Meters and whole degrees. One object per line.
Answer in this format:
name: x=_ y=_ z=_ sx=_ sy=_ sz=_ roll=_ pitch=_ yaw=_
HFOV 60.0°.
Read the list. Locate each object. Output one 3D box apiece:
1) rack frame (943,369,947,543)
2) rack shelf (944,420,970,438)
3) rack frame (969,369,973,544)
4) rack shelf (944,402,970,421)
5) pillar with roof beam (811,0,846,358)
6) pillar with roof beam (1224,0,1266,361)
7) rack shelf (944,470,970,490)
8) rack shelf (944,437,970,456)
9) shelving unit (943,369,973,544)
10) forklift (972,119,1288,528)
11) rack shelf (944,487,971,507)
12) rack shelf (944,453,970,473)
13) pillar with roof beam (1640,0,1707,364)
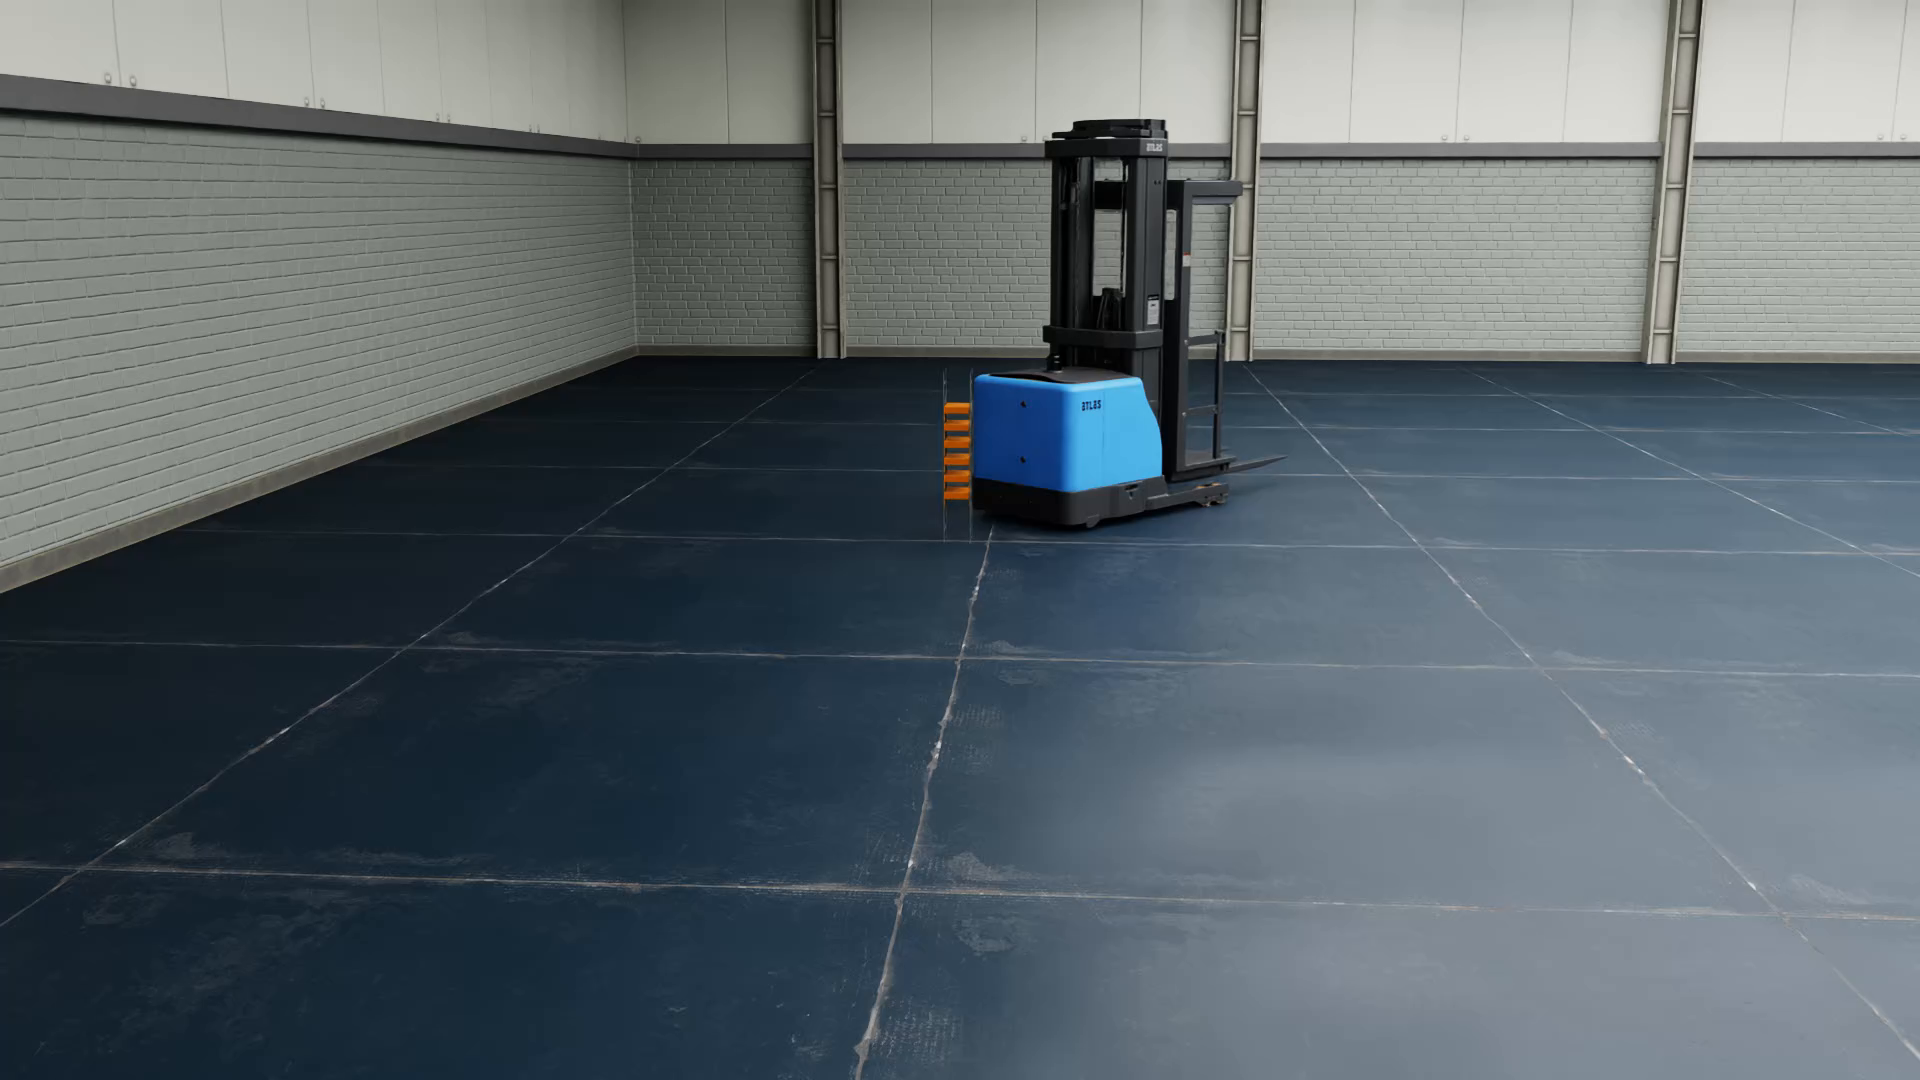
rack frame: x=-0.106 y=-0.589 z=11.652 sx=0.006 sy=1.200 sz=0.240 roll=1 pitch=12 yaw=4
rack shelf: x=-0.014 y=-0.779 z=11.606 sx=0.180 sy=0.103 sz=0.258 roll=1 pitch=12 yaw=4
rack frame: x=0.077 y=-0.586 z=11.640 sx=0.006 sy=1.200 sz=0.240 roll=1 pitch=12 yaw=4
rack shelf: x=-0.014 y=-0.896 z=11.582 sx=0.180 sy=0.103 sz=0.258 roll=1 pitch=12 yaw=4
pillar with roof beam: x=-2.196 y=-6.248 z=19.659 sx=0.400 sy=9.000 sz=9.100 roll=1 pitch=12 yaw=4
pillar with roof beam: x=3.791 y=-6.166 z=19.267 sx=0.400 sy=9.000 sz=9.100 roll=1 pitch=12 yaw=4
rack shelf: x=-0.014 y=-0.427 z=11.680 sx=0.180 sy=0.103 sz=0.258 roll=1 pitch=12 yaw=4
rack shelf: x=-0.014 y=-0.661 z=11.631 sx=0.180 sy=0.103 sz=0.258 roll=1 pitch=12 yaw=4
shelving unit: x=-0.014 y=-0.587 z=11.646 sx=0.189 sy=1.200 sz=0.258 roll=1 pitch=12 yaw=4
forklift: x=1.482 y=-1.758 z=13.012 sx=1.130 sy=2.935 sz=3.031 roll=11 pitch=16 yaw=44
rack shelf: x=-0.014 y=-0.309 z=11.704 sx=0.180 sy=0.103 sz=0.258 roll=1 pitch=12 yaw=4
rack shelf: x=-0.014 y=-0.544 z=11.655 sx=0.180 sy=0.103 sz=0.258 roll=1 pitch=12 yaw=4
pillar with roof beam: x=9.777 y=-6.084 z=18.874 sx=0.400 sy=9.000 sz=9.100 roll=1 pitch=12 yaw=4
